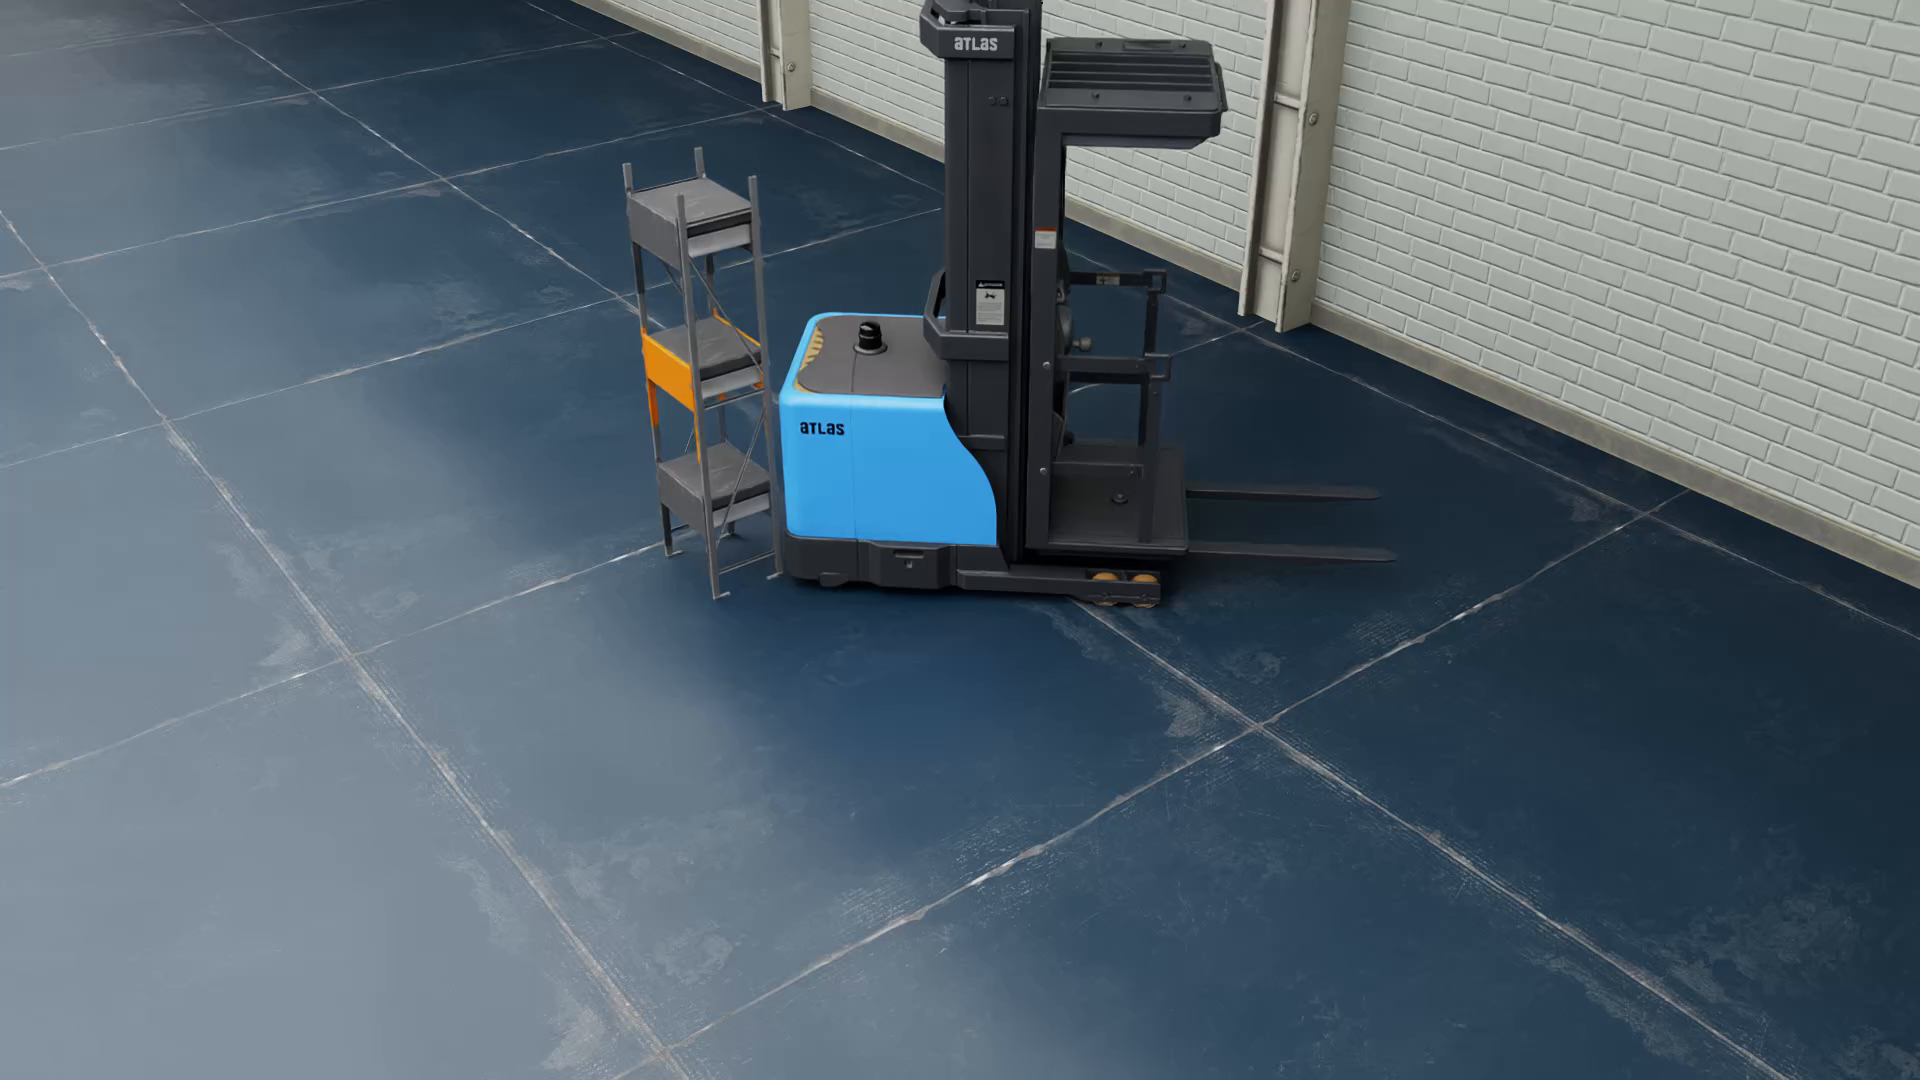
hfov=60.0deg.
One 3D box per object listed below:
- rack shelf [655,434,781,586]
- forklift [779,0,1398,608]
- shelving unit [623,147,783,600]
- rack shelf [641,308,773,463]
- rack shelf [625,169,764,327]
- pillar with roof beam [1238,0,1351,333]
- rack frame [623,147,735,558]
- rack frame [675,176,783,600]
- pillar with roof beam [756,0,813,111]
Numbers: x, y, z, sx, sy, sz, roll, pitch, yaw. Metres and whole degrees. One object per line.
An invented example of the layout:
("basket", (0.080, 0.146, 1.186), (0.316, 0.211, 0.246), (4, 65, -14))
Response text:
("rack shelf", (-1.211, -0.155, 8.361), (0.431, 0.518, 0.480), (-22, 38, -31))
("forklift", (0.673, -1.202, 7.907), (3.031, 2.935, 1.130), (3, 32, 4))
("shelving unit", (-1.211, -0.761, 7.985), (0.431, 2.100, 0.503), (-22, 38, -31))
("rack shelf", (-1.211, -0.749, 7.992), (0.431, 0.518, 0.480), (-22, 38, -31))
("rack shelf", (-1.211, -1.344, 7.623), (0.431, 0.518, 0.480), (-22, 38, -31))
("pillar with roof beam", (-1.290, -3.924, 6.539), (9.100, 9.000, 0.400), (-22, 38, -31))
("rack frame", (-1.357, -0.864, 8.151), (0.400, 2.100, 0.015), (-22, 38, -31))
("rack frame", (-1.065, -0.658, 7.819), (0.400, 2.100, 0.015), (-22, 38, -31))
("pillar with roof beam", (-4.969, -6.424, 10.565), (9.100, 9.000, 0.400), (-22, 38, -31))
